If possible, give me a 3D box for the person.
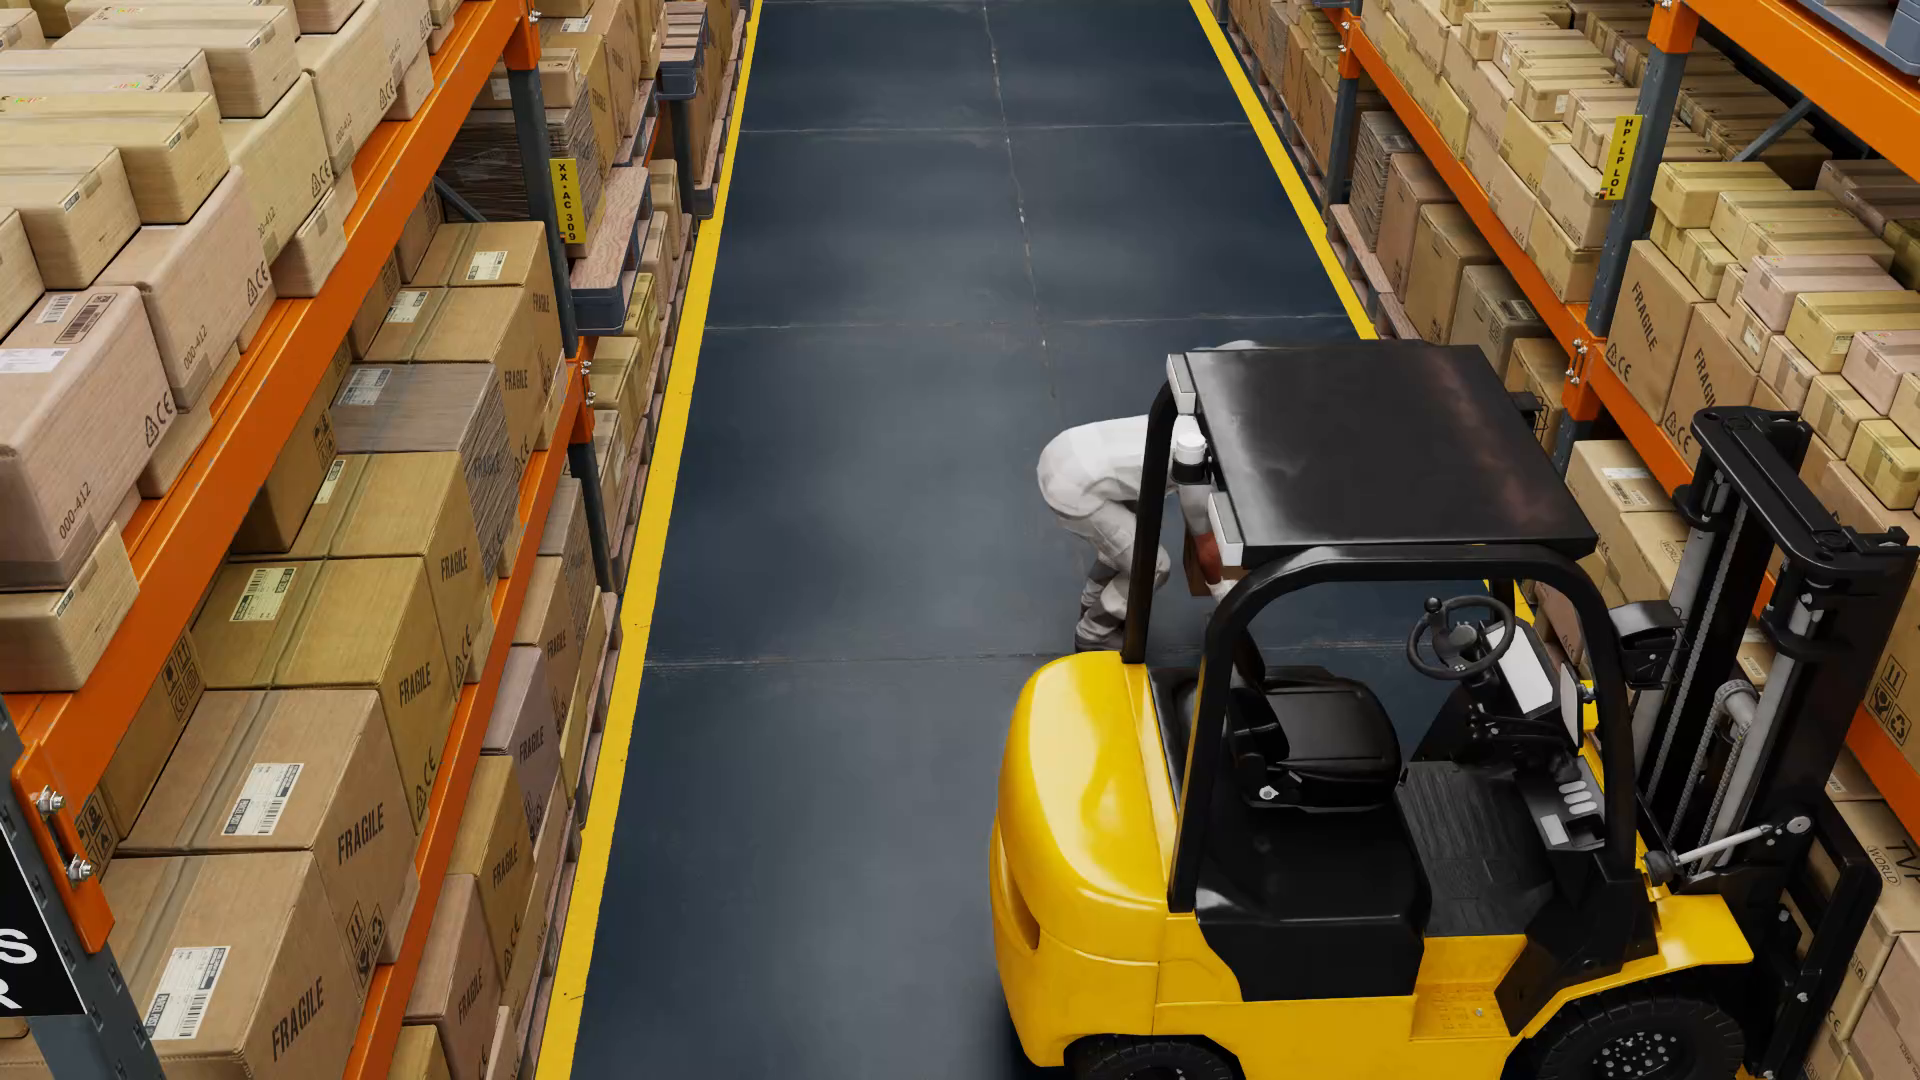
[{"bbox_3d":[0.792,-0.049,6.861,0.958,1.024,0.524,-3,35,-4],"label":"person"}]
